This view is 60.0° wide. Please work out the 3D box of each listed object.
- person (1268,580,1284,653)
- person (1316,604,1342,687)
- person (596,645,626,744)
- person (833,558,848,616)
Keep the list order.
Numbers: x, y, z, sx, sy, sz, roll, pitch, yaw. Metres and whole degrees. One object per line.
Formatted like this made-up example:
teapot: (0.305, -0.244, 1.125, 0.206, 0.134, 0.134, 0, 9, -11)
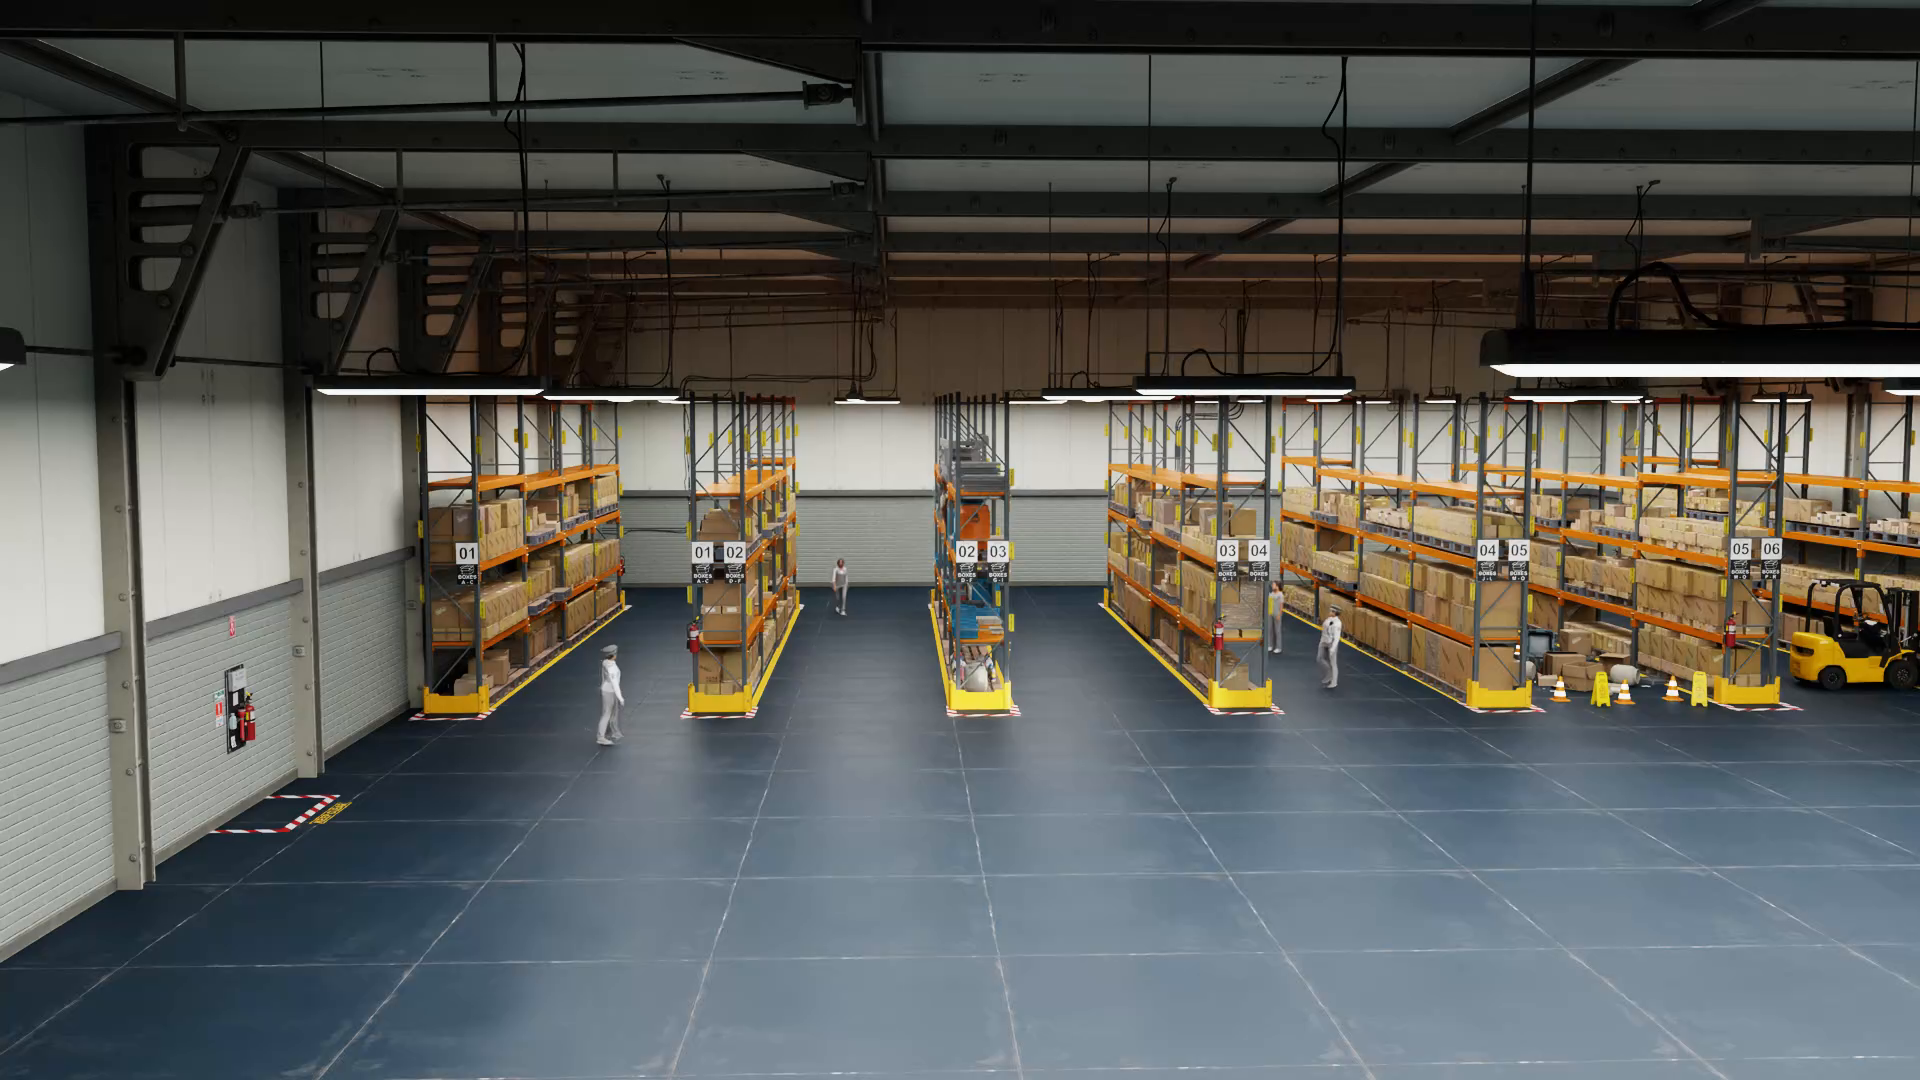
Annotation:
person: (7.374, 1.782, 38.935, 0.480, 1.688, 0.373, 4, 6, 44)
person: (7.591, 2.150, 34.098, 0.437, 1.681, 0.571, -3, 5, -31)
person: (-5.958, 2.632, 28.373, 0.502, 1.707, 0.664, -1, 5, -11)
person: (-3.286, 1.275, 45.718, 0.442, 1.547, 0.828, -1, 5, -8)
